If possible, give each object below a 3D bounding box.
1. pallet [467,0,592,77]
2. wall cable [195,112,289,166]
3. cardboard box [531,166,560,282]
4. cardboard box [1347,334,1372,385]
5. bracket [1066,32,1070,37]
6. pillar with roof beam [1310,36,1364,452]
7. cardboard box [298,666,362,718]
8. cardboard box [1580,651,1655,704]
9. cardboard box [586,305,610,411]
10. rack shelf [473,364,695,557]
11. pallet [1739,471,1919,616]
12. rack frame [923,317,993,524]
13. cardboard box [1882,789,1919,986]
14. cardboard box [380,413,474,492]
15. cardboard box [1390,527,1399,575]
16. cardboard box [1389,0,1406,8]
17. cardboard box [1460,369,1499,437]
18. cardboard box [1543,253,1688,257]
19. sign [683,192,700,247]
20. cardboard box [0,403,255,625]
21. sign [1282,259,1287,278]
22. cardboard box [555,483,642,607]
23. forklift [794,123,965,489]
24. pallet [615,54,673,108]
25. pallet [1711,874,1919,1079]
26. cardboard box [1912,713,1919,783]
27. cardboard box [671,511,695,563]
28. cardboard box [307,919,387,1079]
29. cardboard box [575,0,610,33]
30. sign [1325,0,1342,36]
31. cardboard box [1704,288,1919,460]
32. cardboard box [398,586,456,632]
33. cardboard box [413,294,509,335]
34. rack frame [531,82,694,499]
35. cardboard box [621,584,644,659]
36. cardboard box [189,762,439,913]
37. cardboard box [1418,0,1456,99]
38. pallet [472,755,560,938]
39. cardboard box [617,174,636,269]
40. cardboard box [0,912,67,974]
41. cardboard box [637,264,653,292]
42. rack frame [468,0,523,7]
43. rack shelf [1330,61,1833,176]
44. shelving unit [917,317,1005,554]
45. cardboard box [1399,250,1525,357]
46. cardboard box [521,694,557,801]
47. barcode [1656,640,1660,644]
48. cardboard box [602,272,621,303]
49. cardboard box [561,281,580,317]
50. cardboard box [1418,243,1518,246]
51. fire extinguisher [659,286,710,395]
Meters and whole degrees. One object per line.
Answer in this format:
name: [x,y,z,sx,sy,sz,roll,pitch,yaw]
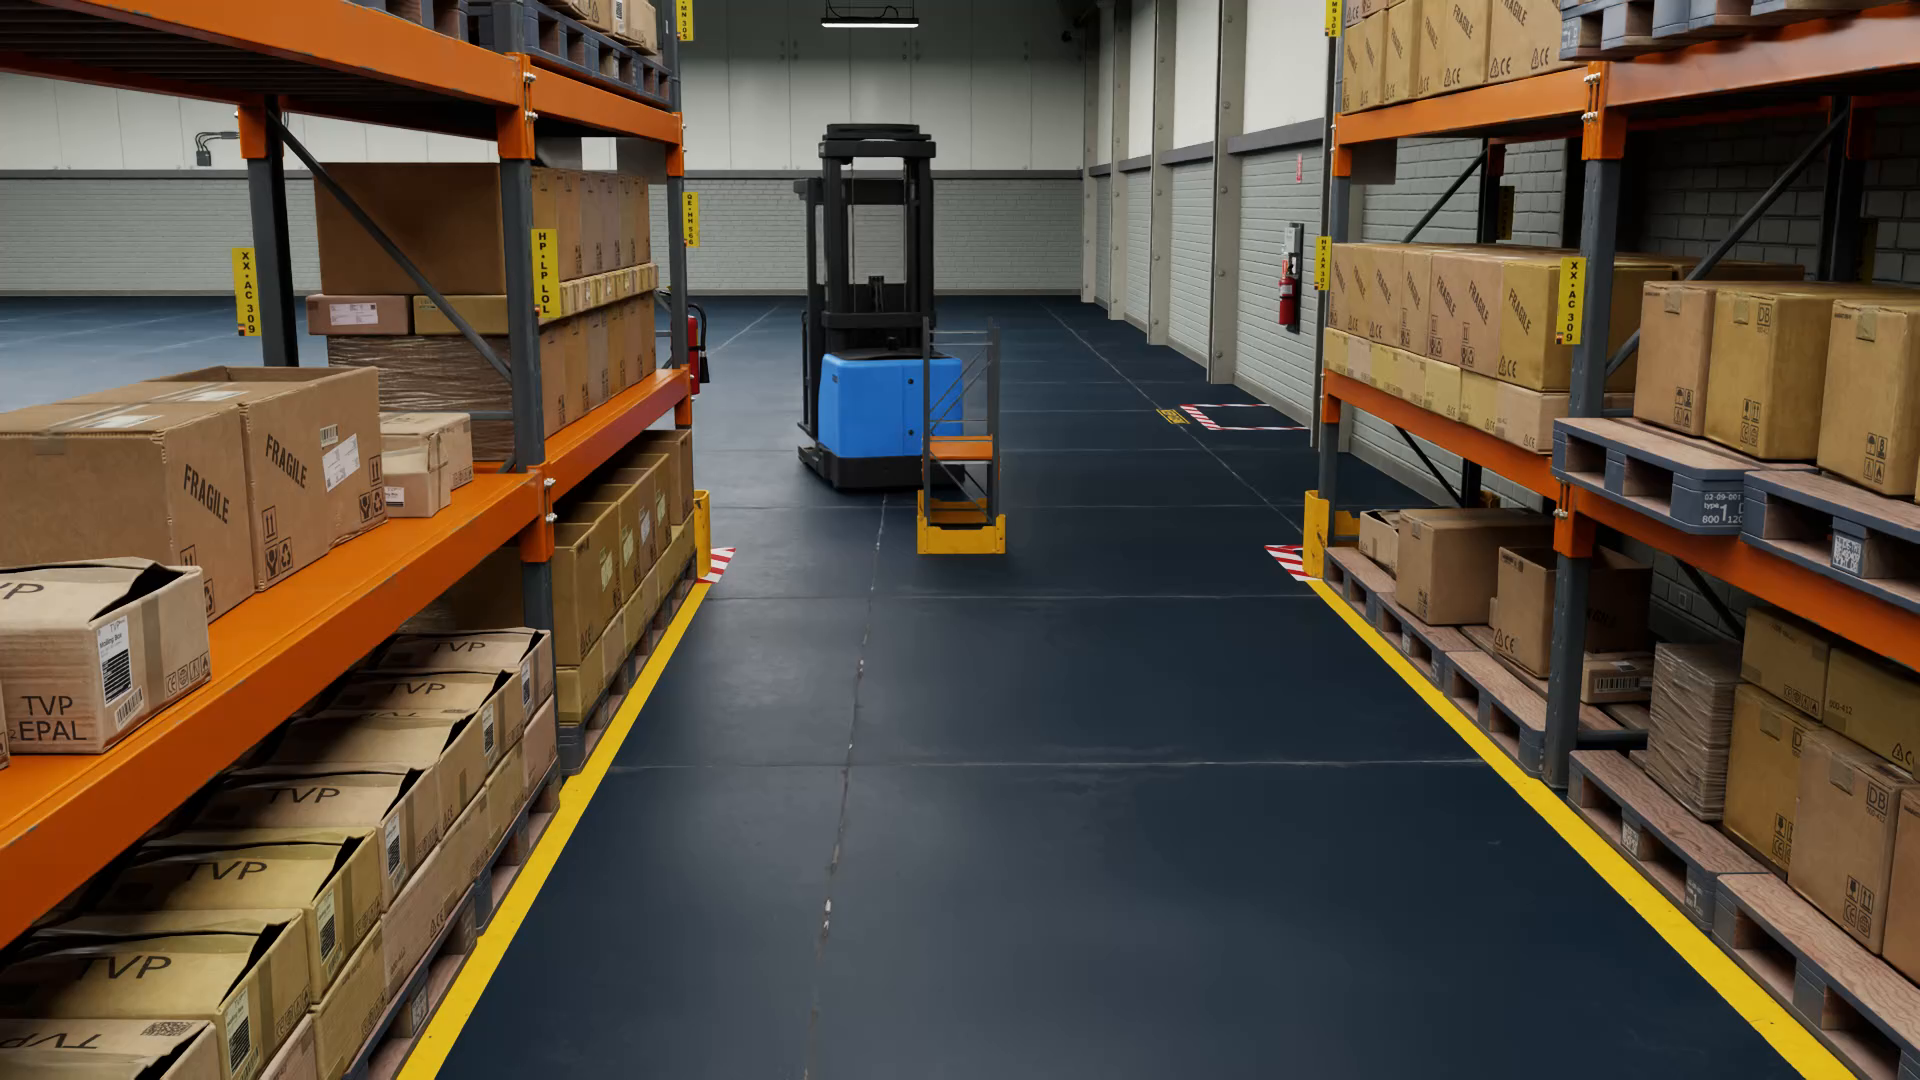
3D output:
pallet: [-2.137,-2.059,6.844,1.003,0.211,1.213,0,11,-1]
wall cable: [-17.704,-12.212,40.566,2.305,6.003,0.169,0,11,-1]
cardboard box: [-2.120,-1.337,7.089,0.700,0.500,0.500,0,11,-1]
cardboard box: [2.494,-1.014,9.342,0.500,0.250,0.500,-1,11,-3]
bracket: [2.636,-12.246,40.237,0.076,0.066,3.189,0,11,-1]
pillar with roof beam: [-0.772,-5.259,14.849,9.100,9.000,0.400,0,11,-1]
cardboard box: [-2.329,0.586,5.574,0.500,0.311,0.500,0,11,-2]
cardboard box: [2.818,0.582,7.164,0.380,0.166,0.250,-2,12,-9]
cardboard box: [-2.144,-0.907,8.233,0.700,0.500,0.500,0,11,1]
rack shelf: [-2.135,-0.508,8.330,1.077,0.370,4.000,0,11,-1]
pallet: [2.860,0.011,4.441,1.003,0.211,1.213,0,11,-1]
rack frame: [-0.012,-0.853,11.992,0.500,1.500,0.032,0,11,-1]
cardboard box: [2.942,0.976,4.386,0.700,0.500,0.500,0,11,-1]
cardboard box: [-2.039,-0.292,5.832,0.500,0.250,0.500,0,11,2]
cardboard box: [2.713,0.074,9.307,0.500,0.311,0.500,1,11,4]
cardboard box: [2.523,-3.019,8.535,0.500,0.500,0.500,0,11,0]
cardboard box: [2.544,-0.613,7.362,0.500,0.250,0.500,0,11,-1]
cardboard box: [3.047,-1.084,7.801,0.500,0.500,0.500,0,11,0]
sign: [-1.633,-1.941,10.077,0.100,0.325,0.005,0,11,-1]
cardboard box: [-2.062,-0.051,4.013,0.500,0.500,0.500,-1,11,-4]
sign: [3.611,-2.956,18.495,0.001,0.329,0.234,0,11,-1]
cardboard box: [-1.811,0.019,7.896,0.500,0.500,0.500,0,11,-1]
forklift: [-0.827,-2.093,14.505,1.130,2.935,3.031,-3,12,-14]
pallet: [-2.187,-2.545,9.235,1.003,0.211,1.213,0,11,-1]
pallet: [2.905,1.280,4.719,1.003,0.211,1.213,0,11,-1]
cardboard box: [2.910,0.594,4.382,0.500,0.250,0.500,0,11,-1]
cardboard box: [-1.869,-0.011,9.930,0.500,0.250,0.500,0,11,-1]
cardboard box: [-1.756,1.165,4.132,0.500,0.250,0.500,-1,11,-3]
cardboard box: [-2.001,-2.586,7.551,0.797,0.503,0.637,1,12,5]
sign: [2.234,-3.176,9.926,0.100,0.325,0.005,0,11,-1]
cardboard box: [2.840,-0.537,5.302,0.700,0.500,0.500,1,12,5]
cardboard box: [-2.320,0.120,7.396,0.500,0.500,0.500,0,11,-1]
cardboard box: [-1.905,-0.884,6.491,0.380,0.149,0.250,0,11,-1]
rack frame: [-2.176,-1.258,10.218,1.000,3.000,0.127,0,11,-1]
cardboard box: [-1.810,0.386,7.971,0.500,0.250,0.500,0,11,-1]
cardboard box: [-1.767,0.785,4.592,0.500,0.311,0.500,0,11,-2]
cardboard box: [2.556,-2.424,8.119,0.500,0.500,0.500,0,11,2]
pallet: [-2.039,1.050,5.855,1.003,0.211,1.213,0,11,-1]
cardboard box: [-2.162,-1.735,9.054,0.700,0.500,0.500,-1,11,-3]
cardboard box: [-2.285,0.992,3.573,0.500,0.311,0.500,0,11,-2]
cardboard box: [-1.971,-1.498,9.517,0.380,0.149,0.250,0,11,0]
rack frame: [-2.093,-3.403,5.702,1.000,3.000,0.127,0,11,-1]
rack shelf: [2.818,-1.999,8.136,1.077,0.370,4.000,0,11,-1]
shelving unit: [-0.002,-0.750,11.485,0.587,1.500,1.083,0,11,-1]
cardboard box: [2.513,-1.184,8.290,0.500,0.500,0.500,0,11,1]
cardboard box: [-1.795,0.760,6.130,0.500,0.250,0.500,0,11,-2]
barcode: [3.142,0.492,7.474,0.001,0.075,0.075,0,11,-1]
cardboard box: [-1.949,-1.293,8.504,0.380,0.149,0.250,0,11,0]
cardboard box: [-1.927,-1.088,7.492,0.380,0.149,0.250,-1,11,-3]
cardboard box: [2.999,-1.491,9.803,0.500,0.500,0.500,0,11,-2]
fire extinguisher: [-1.714,-1.246,10.351,0.296,0.674,0.183,0,11,-1]
